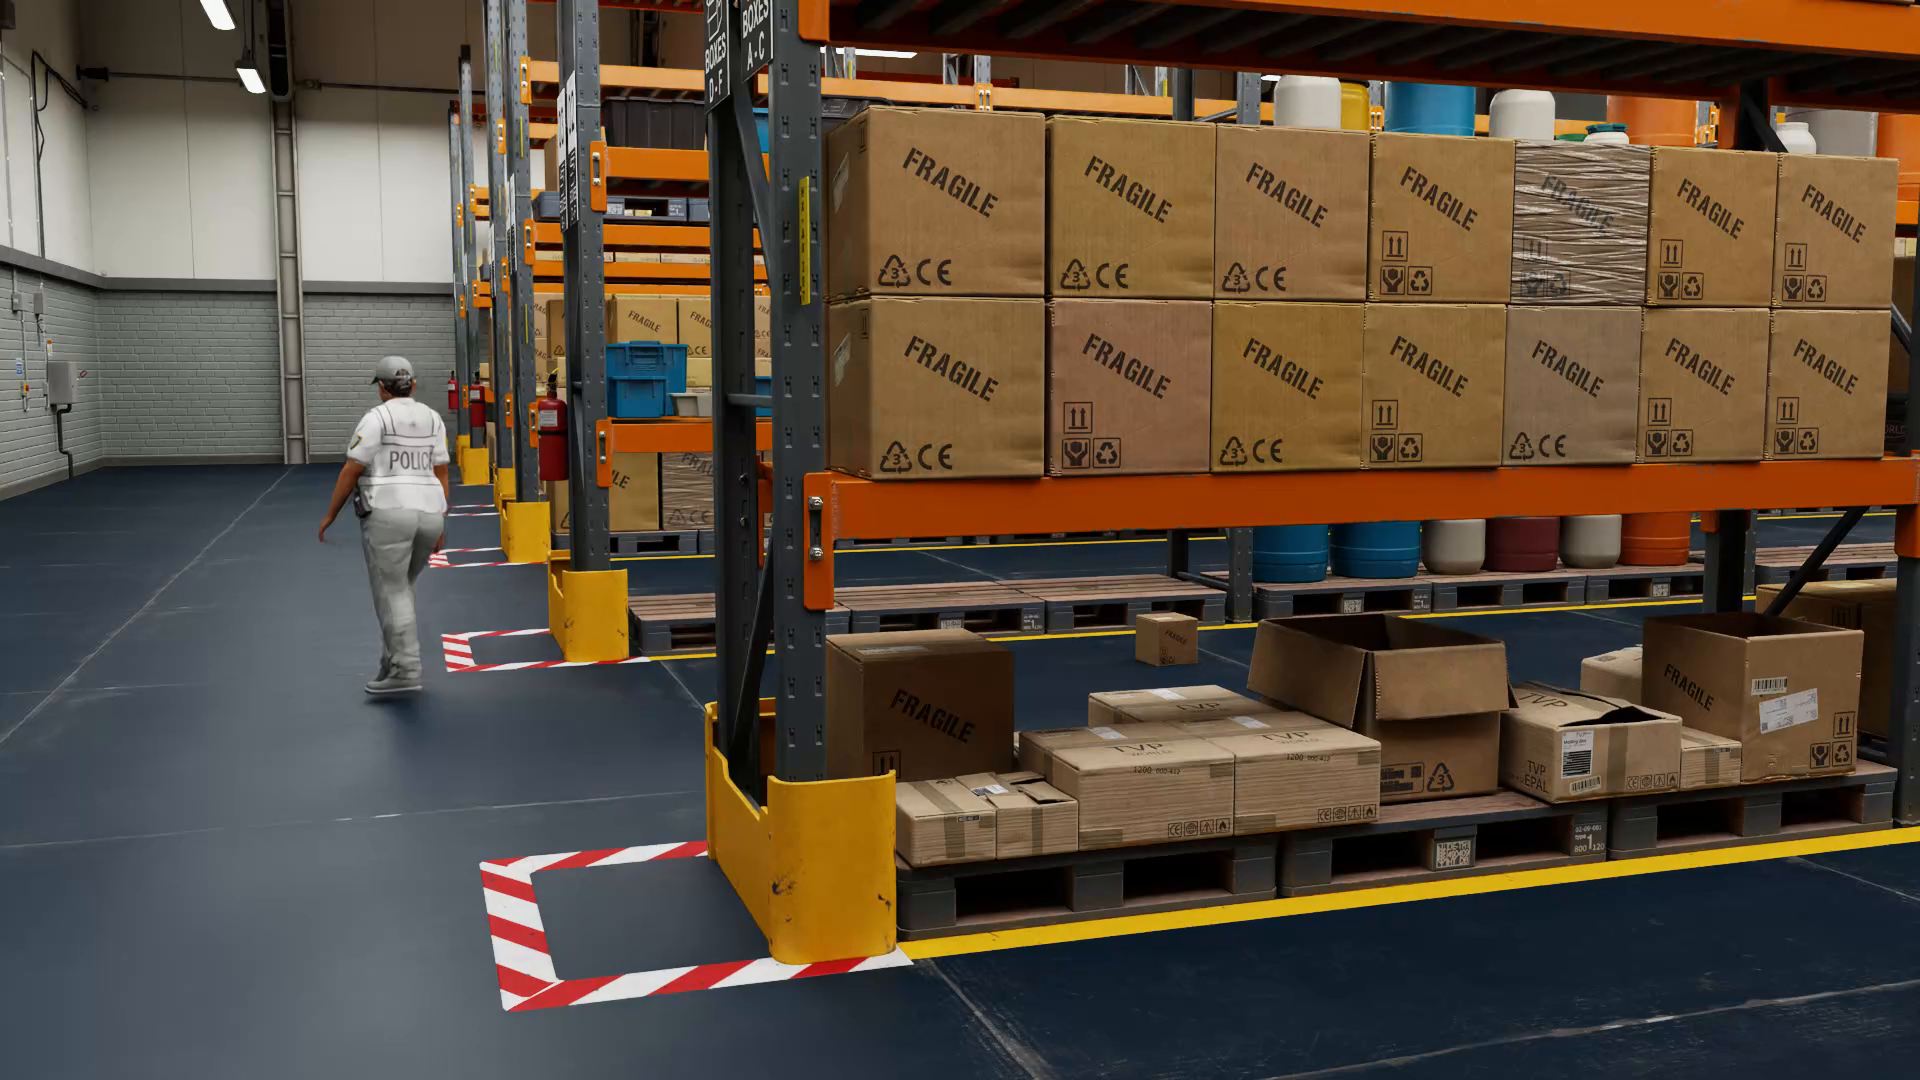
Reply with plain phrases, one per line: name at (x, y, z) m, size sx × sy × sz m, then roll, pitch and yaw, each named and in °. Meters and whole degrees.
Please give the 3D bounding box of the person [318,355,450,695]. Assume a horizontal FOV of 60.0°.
person at (-2.796, -0.043, 8.210) m, size 0.562 × 1.731 × 0.553 m, roll 4°, pitch 7°, yaw 32°
